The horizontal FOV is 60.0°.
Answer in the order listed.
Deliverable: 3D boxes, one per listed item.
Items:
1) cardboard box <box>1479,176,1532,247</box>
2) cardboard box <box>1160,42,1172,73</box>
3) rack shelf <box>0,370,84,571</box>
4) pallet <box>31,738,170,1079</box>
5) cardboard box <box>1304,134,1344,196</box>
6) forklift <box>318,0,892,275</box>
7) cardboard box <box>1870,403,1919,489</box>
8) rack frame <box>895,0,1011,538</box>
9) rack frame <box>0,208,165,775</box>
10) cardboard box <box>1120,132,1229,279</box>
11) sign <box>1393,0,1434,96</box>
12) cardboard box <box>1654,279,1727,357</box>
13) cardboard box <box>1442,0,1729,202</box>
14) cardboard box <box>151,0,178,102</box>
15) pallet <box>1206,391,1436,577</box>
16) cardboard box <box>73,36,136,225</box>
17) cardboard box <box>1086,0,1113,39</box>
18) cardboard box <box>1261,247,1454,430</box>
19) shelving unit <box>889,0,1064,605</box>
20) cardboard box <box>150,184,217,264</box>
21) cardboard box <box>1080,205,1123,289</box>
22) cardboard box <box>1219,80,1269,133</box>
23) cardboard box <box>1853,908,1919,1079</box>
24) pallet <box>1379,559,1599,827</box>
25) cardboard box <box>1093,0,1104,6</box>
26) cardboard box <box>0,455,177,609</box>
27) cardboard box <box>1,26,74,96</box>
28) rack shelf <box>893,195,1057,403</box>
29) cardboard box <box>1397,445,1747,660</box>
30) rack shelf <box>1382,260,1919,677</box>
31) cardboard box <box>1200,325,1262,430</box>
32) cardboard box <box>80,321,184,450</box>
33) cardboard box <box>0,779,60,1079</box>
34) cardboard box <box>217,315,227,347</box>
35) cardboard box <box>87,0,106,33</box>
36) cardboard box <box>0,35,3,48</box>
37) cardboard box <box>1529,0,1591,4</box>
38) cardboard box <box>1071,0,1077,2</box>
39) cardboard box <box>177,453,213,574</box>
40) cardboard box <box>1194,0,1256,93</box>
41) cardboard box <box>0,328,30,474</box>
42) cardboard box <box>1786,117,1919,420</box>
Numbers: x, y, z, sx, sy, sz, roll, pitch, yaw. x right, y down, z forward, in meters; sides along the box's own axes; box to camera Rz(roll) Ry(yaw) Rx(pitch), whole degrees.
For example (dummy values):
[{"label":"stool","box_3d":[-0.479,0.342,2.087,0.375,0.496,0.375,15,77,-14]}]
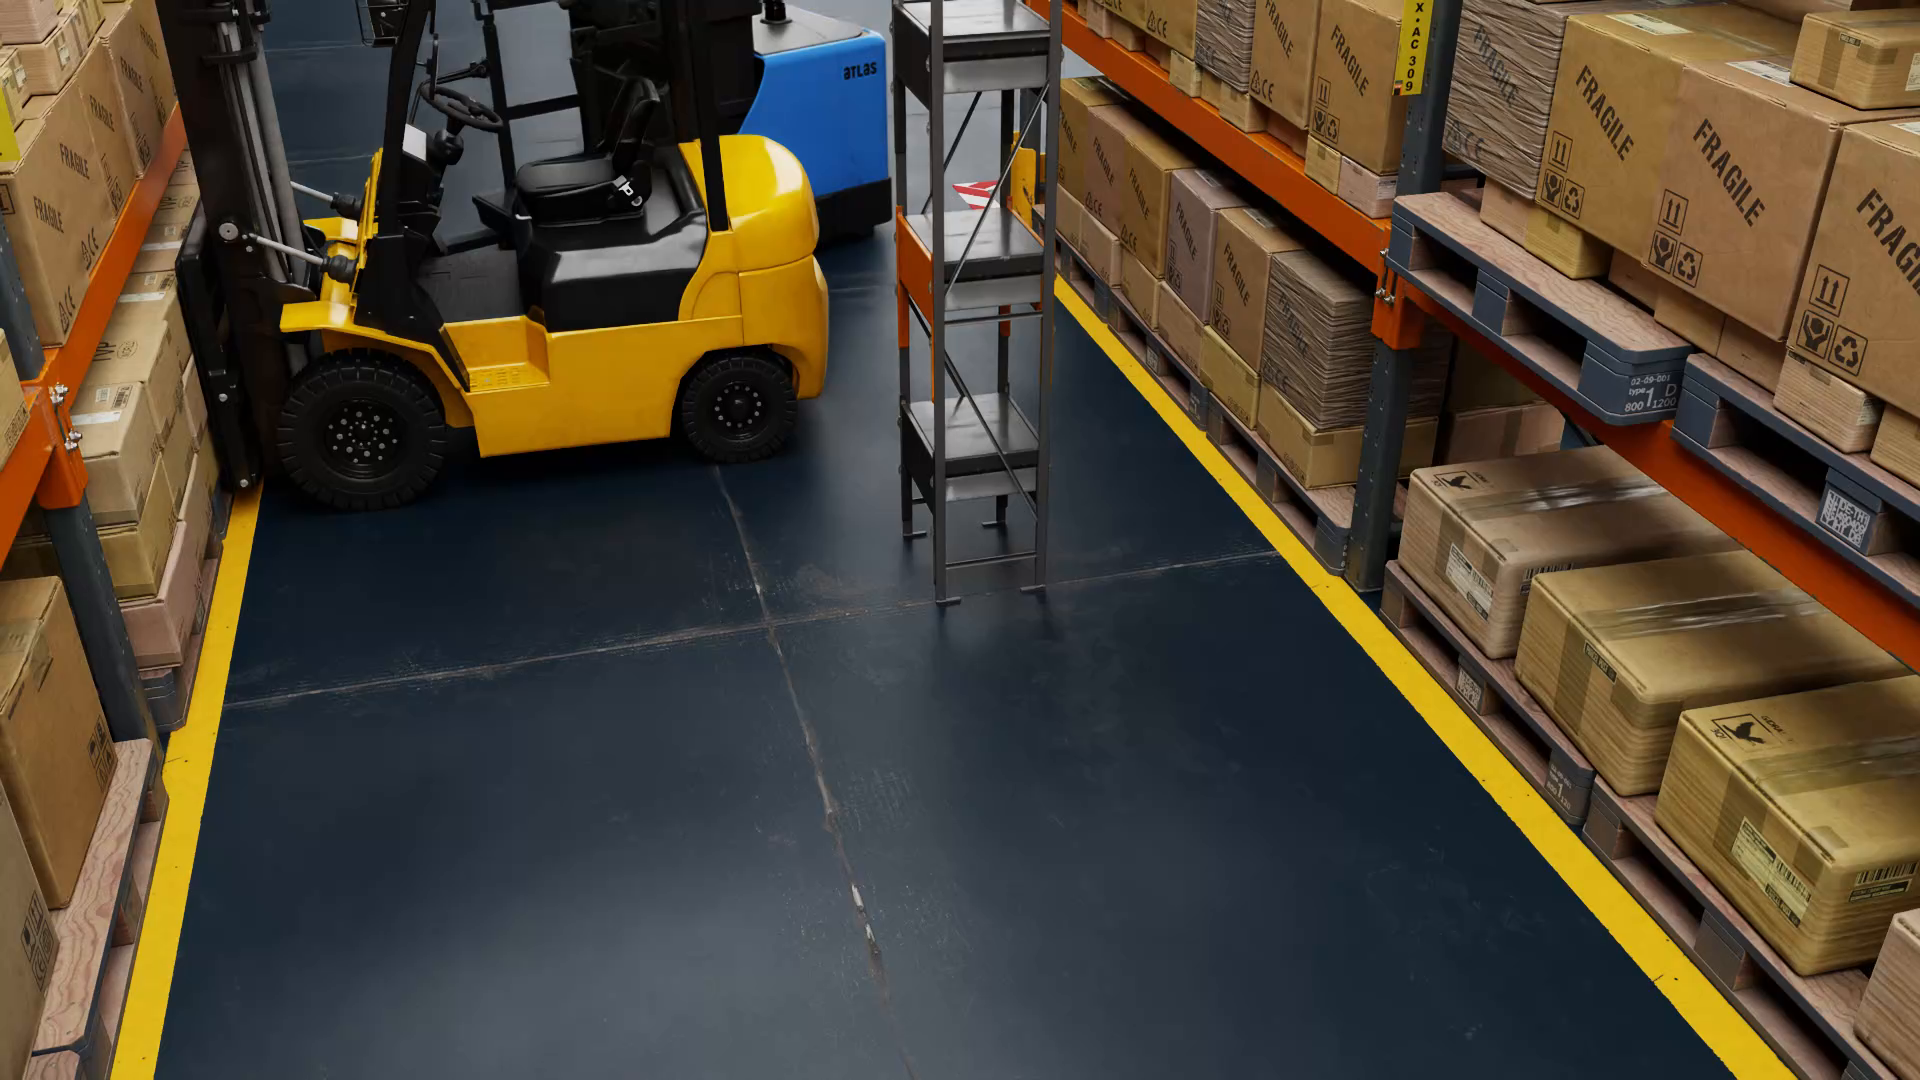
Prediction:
[{"label":"cardboard box","box_3d":[1.725,-0.961,4.748,0.380,0.149,0.250,-7,31,-13]},{"label":"cardboard box","box_3d":[1.078,-2.070,7.082,0.380,0.149,0.250,-9,31,-15]},{"label":"rack shelf","box_3d":[-2.371,0.742,2.692,1.077,0.370,4.000,-8,31,-13]},{"label":"pallet","box_3d":[-2.669,1.022,4.273,1.003,0.211,1.213,-8,31,-13]},{"label":"cardboard box","box_3d":[1.431,-1.323,5.792,0.380,0.149,0.250,-7,31,-12]},{"label":"forklift","box_3d":[-1.828,-2.691,7.974,3.031,2.935,1.130,-23,37,-34]},{"label":"cardboard box","box_3d":[2.143,-0.203,3.438,0.380,0.149,0.250,-9,31,-15]},{"label":"rack frame","box_3d":[-0.021,-0.947,5.789,0.400,2.100,0.015,-8,31,-13]},{"label":"rack frame","box_3d":[-2.902,-0.535,4.180,1.000,3.000,0.127,-8,31,-13]},{"label":"cardboard box","box_3d":[1.044,-1.512,7.445,0.500,0.500,0.500,-7,31,-12]},{"label":"sign","box_3d":[1.361,-1.496,4.976,0.100,0.325,0.005,-8,31,-13]},{"label":"cardboard box","box_3d":[1.959,-0.583,4.094,0.380,0.149,0.250,-7,31,-13]},{"label":"cardboard box","box_3d":[1.731,-1.286,4.662,0.500,0.500,0.500,-7,31,-12]},{"label":"cardboard box","box_3d":[-3.451,-2.056,6.708,0.500,0.500,0.500,-7,31,-12]},{"label":"pallet","box_3d":[1.670,-0.310,6.575,1.003,0.211,1.213,-8,31,-13]},{"label":"cardboard box","box_3d":[-3.058,-1.321,5.439,0.500,0.500,0.500,-8,31,-14]},{"label":"cardboard box","box_3d":[0.807,-2.441,7.724,0.380,0.149,0.250,-7,31,-13]},{"label":"cardboard box","box_3d":[1.467,-0.763,6.152,0.500,0.500,0.500,-8,31,-14]},{"label":"shelving unit","box_3d":[0.044,-0.829,5.586,0.431,2.100,0.503,-8,31,-13]},{"label":"cardboard box","box_3d":[-3.256,-1.223,6.695,0.500,0.250,0.500,-7,31,-13]},{"label":"cardboard box","box_3d":[0.897,-1.447,8.081,0.500,0.250,0.500,-7,31,-11]},{"label":"cardboard box","box_3d":[1.231,-1.693,6.432,0.380,0.149,0.250,-8,31,-14]},{"label":"cardboard box","box_3d":[2.600,1.061,3.627,0.950,0.372,0.625,-8,31,-14]},{"label":"pallet","box_3d":[2.091,0.386,5.373,1.003,0.211,1.213,-8,31,-13]},{"label":"cardboard box","box_3d":[0.820,-2.786,7.672,0.500,0.500,0.500,-7,31,-12]},{"label":"cardboard box","box_3d":[-2.733,-0.018,5.113,0.500,0.250,0.500,-8,31,-14]},{"label":"cardboard box","box_3d":[-2.893,-1.424,4.969,0.380,0.149,0.250,-7,31,-12]},{"label":"rack shelf","box_3d":[0.044,-0.817,5.593,0.431,0.518,0.480,-8,31,-13]},{"label":"cardboard box","box_3d":[2.024,0.011,5.440,0.950,0.372,0.625,-7,31,-13]},{"label":"rack shelf","box_3d":[2.413,0.080,3.835,1.077,0.370,4.000,-8,31,-13]},{"label":"cardboard box","box_3d":[1.316,-0.694,6.781,0.500,0.250,0.500,-9,31,-15]},{"label":"cardboard box","box_3d":[-2.854,-0.483,5.418,0.500,0.250,0.500,-8,31,-13]},{"label":"cardboard box","box_3d":[-2.554,0.937,3.588,0.875,0.625,0.625,-8,31,-14]},{"label":"cardboard box","box_3d":[-3.124,-0.749,6.377,0.500,0.250,0.500,-8,31,-13]},{"label":"cardboard box","box_3d":[-3.124,-1.798,5.614,0.380,0.149,0.250,-8,31,-14]},{"label":"cardboard box","box_3d":[-2.933,-1.418,4.661,0.380,0.149,0.250,-8,31,-14]},{"label":"cardboard box","box_3d":[1.666,-1.557,4.483,0.380,0.149,0.250,-8,31,-13]},{"label":"cardboard box","box_3d":[0.711,-2.829,8.394,0.380,0.149,0.250,-8,31,-13]},{"label":"cardboard box","box_3d":[-2.861,-0.048,5.664,0.500,0.250,0.500,-9,31,-14]},{"label":"cardboard box","box_3d":[1.240,-2.048,6.398,0.500,0.500,0.500,-7,31,-12]},{"label":"cardboard box","box_3d":[-2.516,-0.262,3.858,0.500,0.250,0.500,-7,31,-12]},{"label":"cardboard box","box_3d":[2.129,-0.557,3.402,0.500,0.500,0.500,-9,31,-15]}]
